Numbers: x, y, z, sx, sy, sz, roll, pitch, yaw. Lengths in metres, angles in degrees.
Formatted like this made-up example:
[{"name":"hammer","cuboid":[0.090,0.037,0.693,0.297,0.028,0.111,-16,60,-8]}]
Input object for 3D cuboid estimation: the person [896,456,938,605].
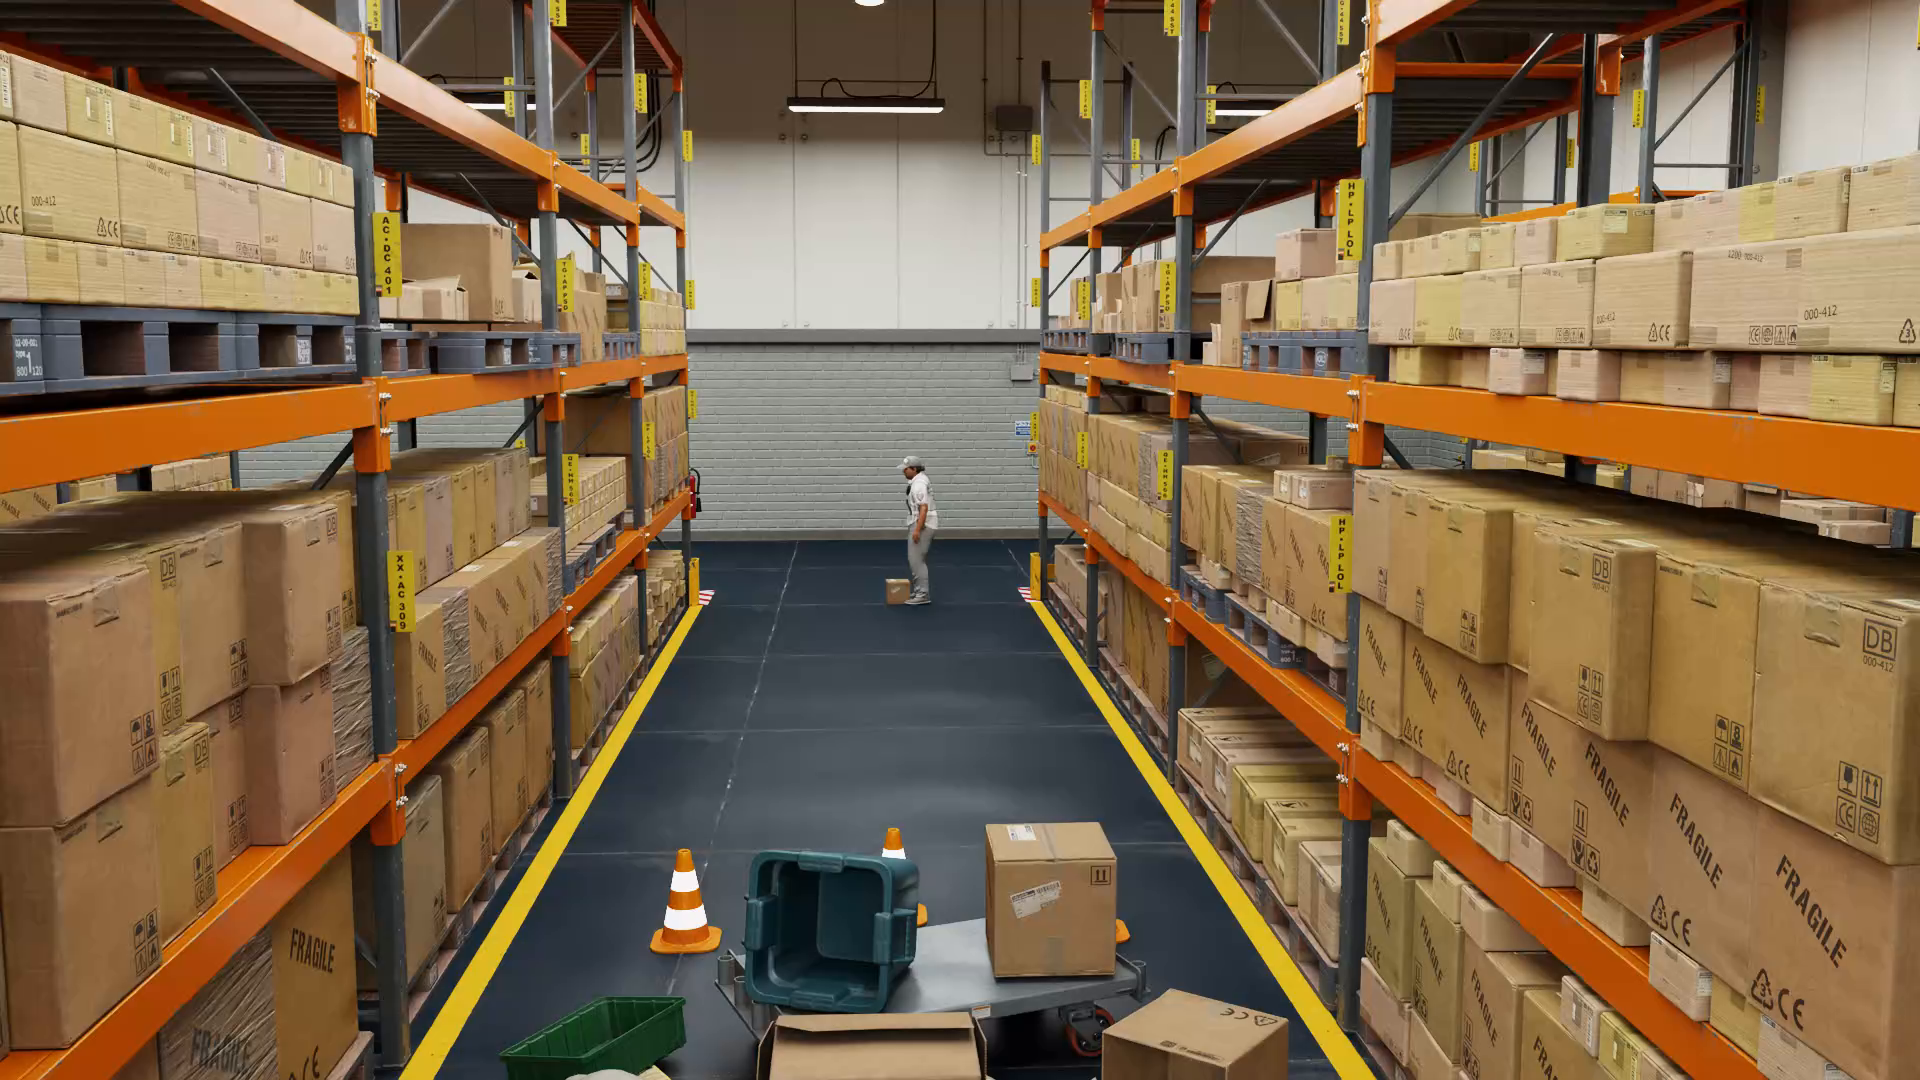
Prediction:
[{"name":"person","cuboid":[-0.484,-0.121,18.711,0.467,1.667,0.558,-1,7,-6]}]
